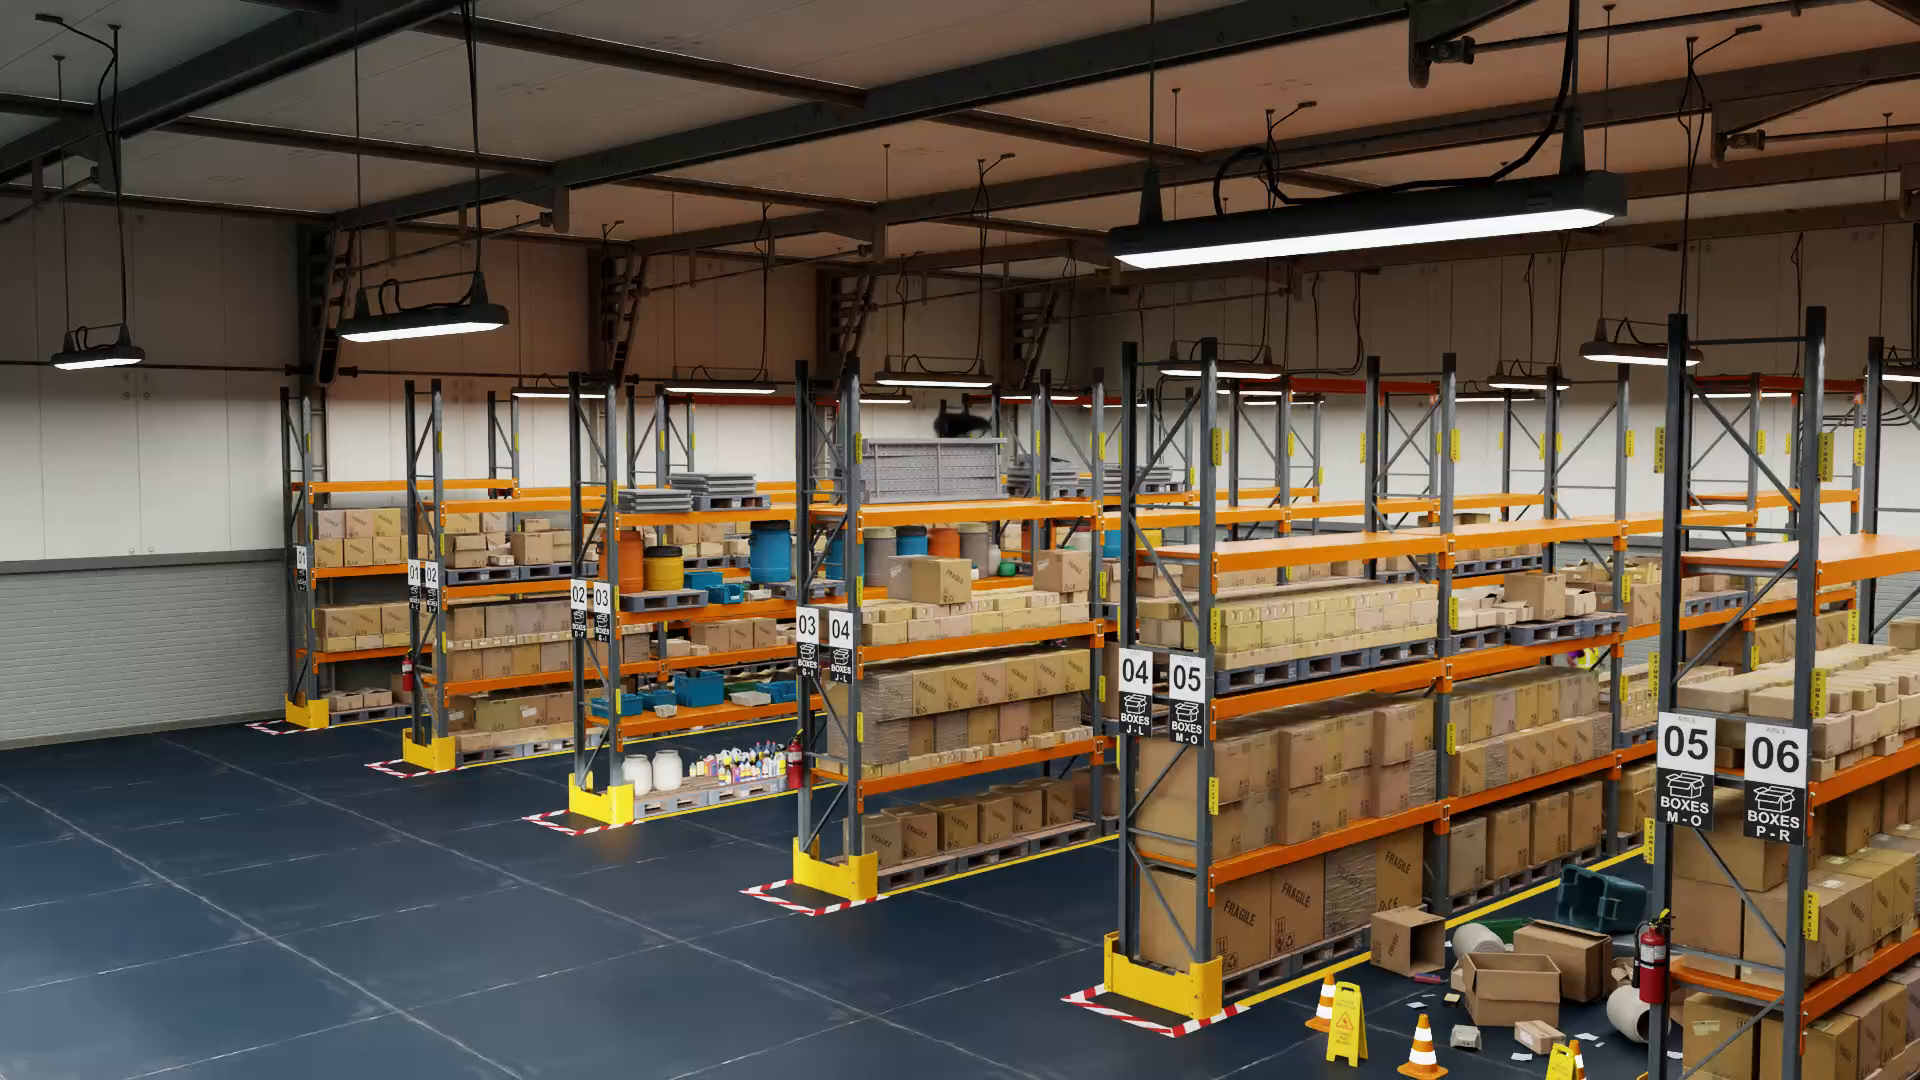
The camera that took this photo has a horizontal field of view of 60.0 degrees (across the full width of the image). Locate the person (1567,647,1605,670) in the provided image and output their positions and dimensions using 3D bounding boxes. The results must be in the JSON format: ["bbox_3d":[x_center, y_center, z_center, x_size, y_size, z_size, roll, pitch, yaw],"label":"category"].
[{"bbox_3d":[11.301,2.387,30.047,0.772,1.705,0.712,-2,4,-30],"label":"person"}]
